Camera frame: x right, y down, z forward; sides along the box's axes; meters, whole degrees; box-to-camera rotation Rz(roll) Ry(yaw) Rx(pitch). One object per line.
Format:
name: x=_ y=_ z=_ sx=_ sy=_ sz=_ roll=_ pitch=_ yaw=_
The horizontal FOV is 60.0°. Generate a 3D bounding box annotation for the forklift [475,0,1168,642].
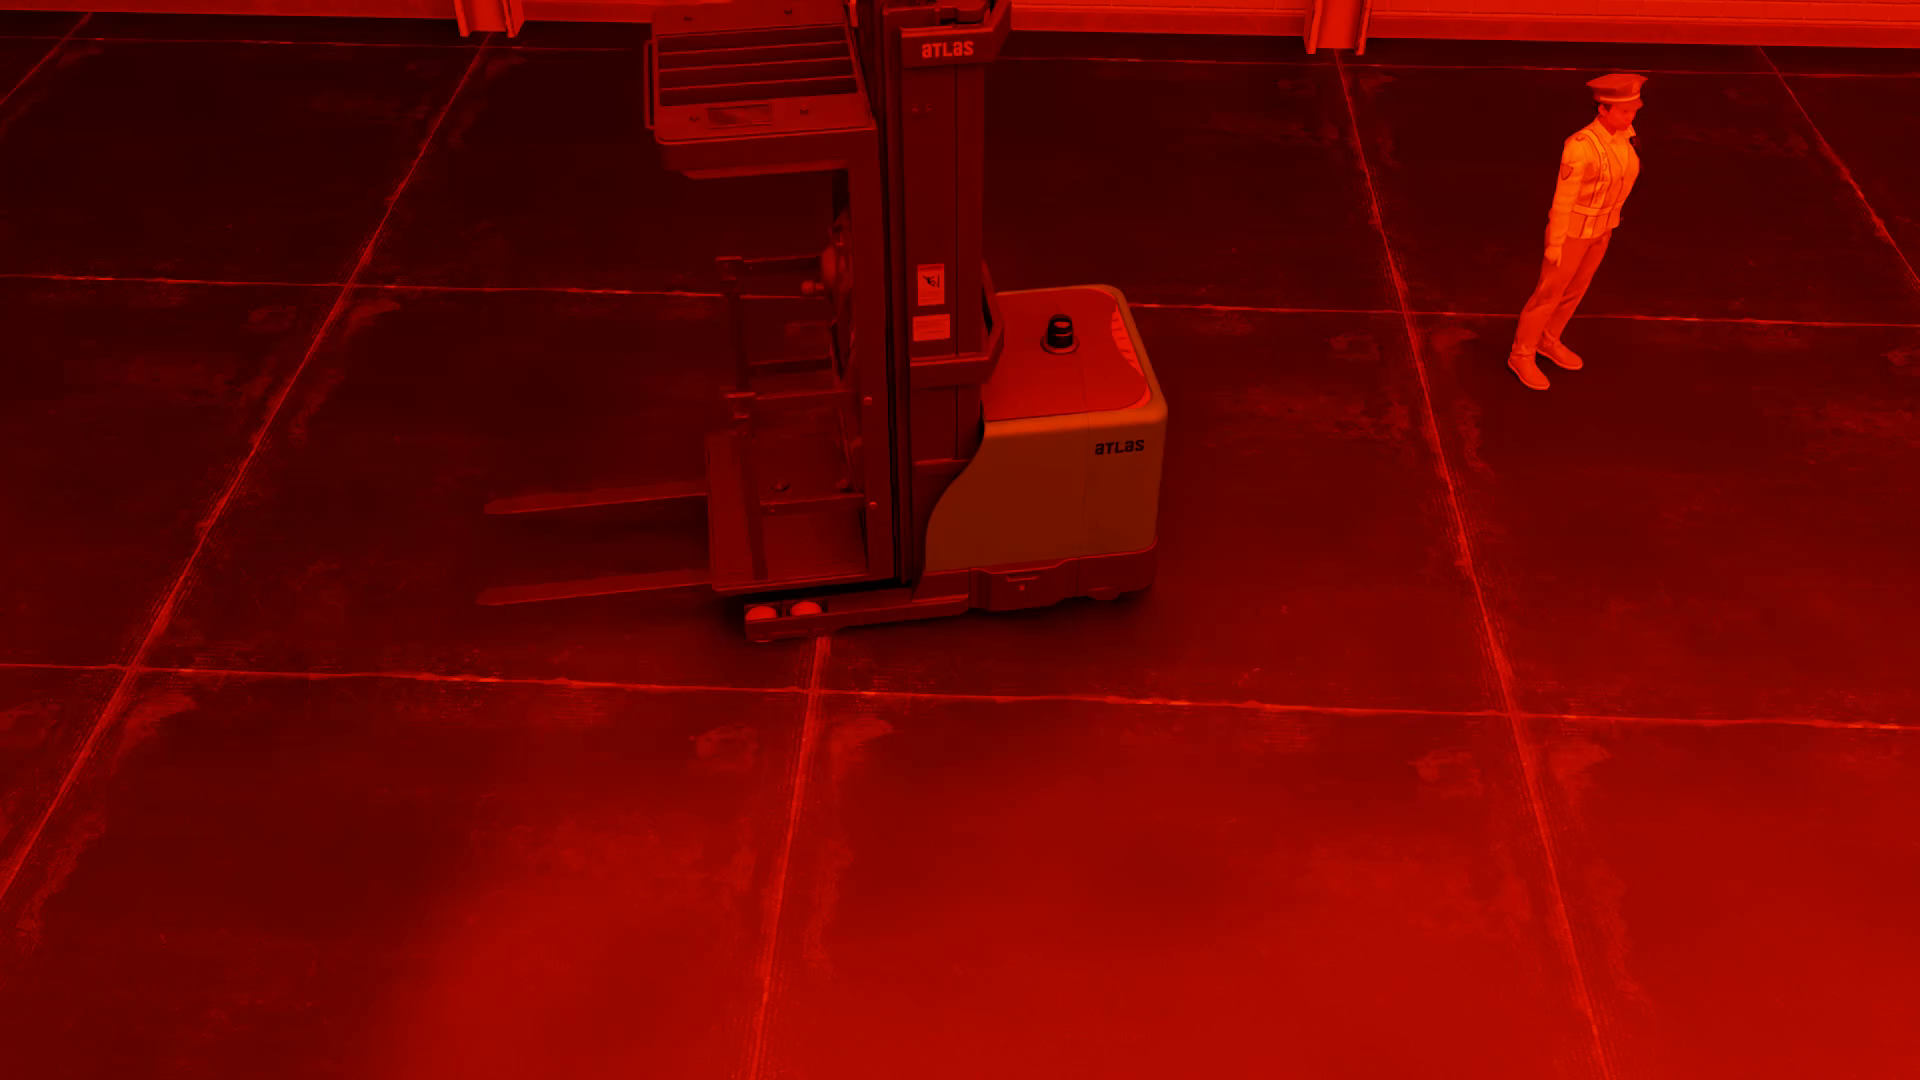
forklift: x=-0.674 y=-1.008 z=6.847 sx=3.031 sy=2.935 sz=1.130 roll=-6 pitch=43 yaw=-6

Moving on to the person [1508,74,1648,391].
person: x=3.137 y=-1.563 z=8.379 sx=0.474 sy=1.690 sz=0.331 roll=-27 pitch=49 yaw=-27
